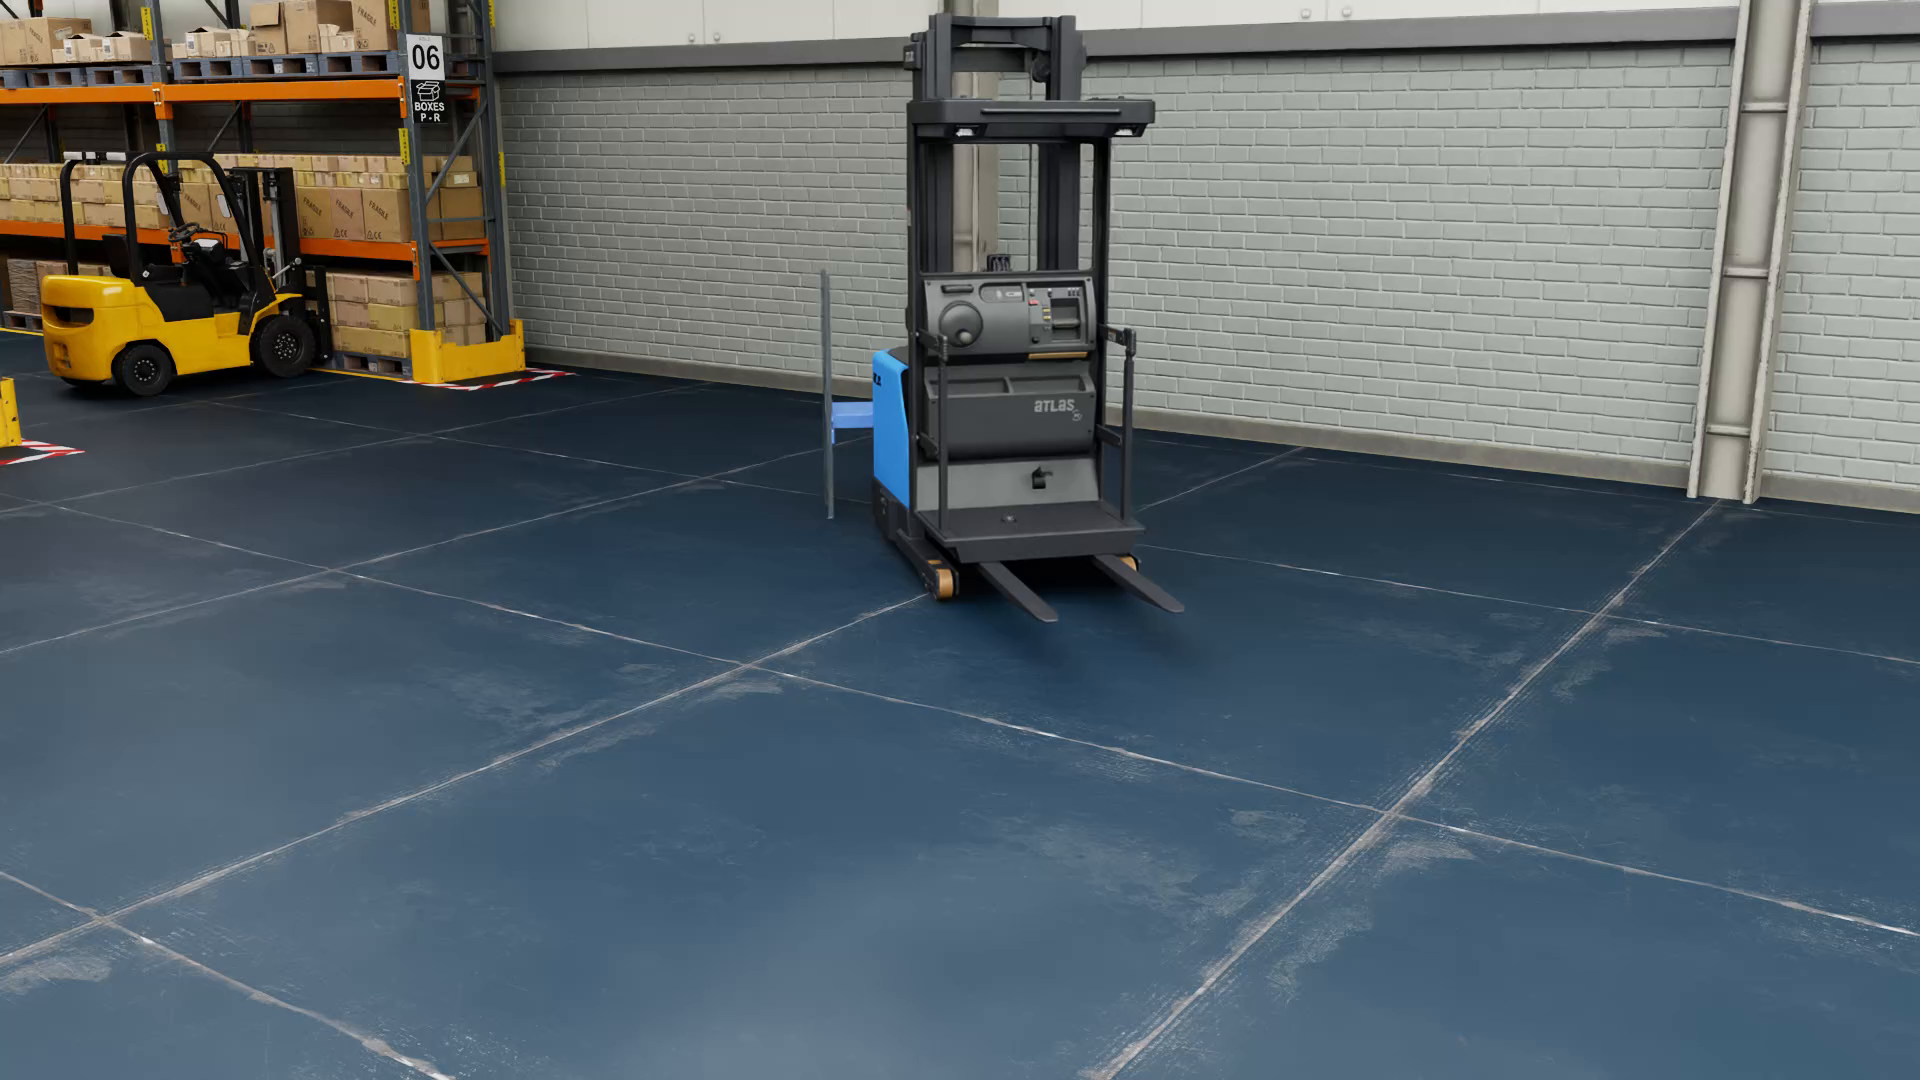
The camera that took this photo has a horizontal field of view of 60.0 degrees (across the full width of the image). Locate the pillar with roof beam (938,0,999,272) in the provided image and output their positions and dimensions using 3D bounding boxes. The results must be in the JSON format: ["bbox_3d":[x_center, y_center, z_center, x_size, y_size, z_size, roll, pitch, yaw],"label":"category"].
[{"bbox_3d":[-2.336,-4.604,9.693,0.400,9.000,9.100,9,17,33],"label":"pillar with roof beam"}]

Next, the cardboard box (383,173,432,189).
[{"bbox_3d":[-5.281,-3.436,15.901,0.250,0.149,0.380,9,17,34],"label":"cardboard box"}]

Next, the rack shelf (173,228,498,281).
[{"bbox_3d":[-6.497,-3.001,17.199,4.000,0.370,1.077,9,17,33],"label":"rack shelf"}]

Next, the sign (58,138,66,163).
[{"bbox_3d":[-11.169,-4.828,20.673,0.005,0.325,0.100,9,17,33],"label":"sign"}]

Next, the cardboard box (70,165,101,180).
[{"bbox_3d":[-9.904,-4.168,18.862,0.250,0.149,0.380,9,16,31],"label":"cardboard box"}]

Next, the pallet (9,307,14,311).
[{"bbox_3d":[-12.074,-2.908,21.133,1.213,0.211,1.003,9,17,33],"label":"pallet"}]

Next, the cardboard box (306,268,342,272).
[{"bbox_3d":[-6.661,-2.638,17.005,0.500,0.250,0.500,9,16,32],"label":"cardboard box"}]

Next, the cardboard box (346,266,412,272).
[{"bbox_3d":[-5.956,-2.674,17.149,0.500,0.250,0.500,9,17,32],"label":"cardboard box"}]

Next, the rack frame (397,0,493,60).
[{"bbox_3d":[-4.837,-5.994,15.308,0.127,3.000,1.000,9,17,33],"label":"rack frame"}]

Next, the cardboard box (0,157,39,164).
[{"bbox_3d":[-11.815,-4.507,20.705,0.500,0.500,0.500,10,17,35],"label":"cardboard box"}]

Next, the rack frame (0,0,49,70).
[{"bbox_3d":[-11.476,-7.066,19.642,0.127,3.000,1.000,9,17,33],"label":"rack frame"}]

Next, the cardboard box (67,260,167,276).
[{"bbox_3d":[-9.860,-2.943,19.537,0.625,0.625,0.875,8,16,31],"label":"cardboard box"}]

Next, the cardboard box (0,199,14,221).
[{"bbox_3d":[-11.244,-3.973,19.944,0.500,0.250,0.500,9,17,33],"label":"cardboard box"}]

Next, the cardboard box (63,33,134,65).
[{"bbox_3d":[-9.530,-5.435,18.395,0.500,0.311,0.500,9,16,31],"label":"cardboard box"}]

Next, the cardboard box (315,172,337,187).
[{"bbox_3d":[-6.139,-3.573,16.456,0.250,0.149,0.380,9,16,31],"label":"cardboard box"}]

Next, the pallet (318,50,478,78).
[{"bbox_3d":[-5.410,-4.595,16.083,1.213,0.211,1.003,9,17,33],"label":"pallet"}]

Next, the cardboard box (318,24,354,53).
[{"bbox_3d":[-5.905,-4.809,15.964,0.258,0.266,0.396,9,17,33],"label":"cardboard box"}]

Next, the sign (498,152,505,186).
[{"bbox_3d":[-4.523,-3.650,16.359,0.005,0.325,0.100,9,17,33],"label":"sign"}]

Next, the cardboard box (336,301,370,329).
[{"bbox_3d":[-5.826,-2.266,16.541,0.500,0.250,0.500,9,17,32],"label":"cardboard box"}]

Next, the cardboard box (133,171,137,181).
[{"bbox_3d":[-8.962,-4.057,18.412,0.250,0.149,0.380,9,17,33],"label":"cardboard box"}]

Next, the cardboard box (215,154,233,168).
[{"bbox_3d":[-7.574,-3.974,17.459,0.250,0.149,0.380,9,16,32],"label":"cardboard box"}]

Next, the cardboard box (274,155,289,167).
[{"bbox_3d":[-6.728,-3.837,16.904,0.250,0.149,0.380,9,17,33],"label":"cardboard box"}]

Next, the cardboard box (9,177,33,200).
[{"bbox_3d":[-10.829,-4.149,19.612,0.500,0.250,0.500,10,17,35],"label":"cardboard box"}]

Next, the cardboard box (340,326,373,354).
[{"bbox_3d":[-5.811,-2.019,16.586,0.500,0.250,0.500,9,17,33],"label":"cardboard box"}]

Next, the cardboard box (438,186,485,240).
[{"bbox_3d":[-5.094,-3.252,16.509,0.500,0.500,0.500,10,17,35],"label":"cardboard box"}]

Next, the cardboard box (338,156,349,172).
[{"bbox_3d":[-5.872,-3.700,16.351,0.250,0.149,0.380,9,17,33],"label":"cardboard box"}]

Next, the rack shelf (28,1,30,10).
[{"bbox_3d":[-13.135,-6.791,20.860,4.000,0.370,1.077,9,17,33],"label":"rack shelf"}]

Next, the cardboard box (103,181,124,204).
[{"bbox_3d":[-9.138,-3.870,18.487,0.500,0.250,0.500,9,16,31],"label":"cardboard box"}]

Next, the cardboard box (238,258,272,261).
[{"bbox_3d":[-7.640,-2.945,18.245,0.500,0.250,0.500,10,17,34],"label":"cardboard box"}]

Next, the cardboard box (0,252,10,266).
[{"bbox_3d":[-12.027,-3.475,20.598,0.250,0.149,0.380,8,16,30],"label":"cardboard box"}]

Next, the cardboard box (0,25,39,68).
[{"bbox_3d":[-11.011,-5.766,19.339,0.500,0.500,0.500,9,17,33],"label":"cardboard box"}]

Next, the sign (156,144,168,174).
[{"bbox_3d":[-8.451,-4.032,17.624,0.005,0.325,0.100,9,17,33],"label":"sign"}]

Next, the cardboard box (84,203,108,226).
[{"bbox_3d":[-9.536,-3.700,18.838,0.500,0.250,0.500,9,17,33],"label":"cardboard box"}]

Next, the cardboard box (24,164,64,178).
[{"bbox_3d":[-10.702,-4.319,19.470,0.250,0.149,0.380,9,17,33],"label":"cardboard box"}]

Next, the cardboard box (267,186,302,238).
[{"bbox_3d":[-6.666,-3.349,16.901,0.500,0.500,0.500,9,17,33],"label":"cardboard box"}]

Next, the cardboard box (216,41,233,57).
[{"bbox_3d":[-7.316,-4.981,16.899,0.250,0.149,0.380,10,17,34],"label":"cardboard box"}]

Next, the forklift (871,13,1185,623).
[{"bbox_3d":[0.325,-1.214,8.629,1.130,2.935,3.031,-4,14,-14],"label":"forklift"}]

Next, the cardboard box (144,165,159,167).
[{"bbox_3d":[-9.144,-4.220,19.070,0.250,0.149,0.380,9,17,33],"label":"cardboard box"}]

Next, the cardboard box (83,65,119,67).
[{"bbox_3d":[-9.991,-5.572,19.252,0.250,0.166,0.380,9,17,33],"label":"cardboard box"}]

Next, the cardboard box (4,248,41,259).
[{"bbox_3d":[-11.940,-3.633,21.234,0.250,0.149,0.380,10,17,35],"label":"cardboard box"}]

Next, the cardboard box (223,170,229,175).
[{"bbox_3d":[-7.428,-3.774,17.270,0.250,0.149,0.380,10,17,34],"label":"cardboard box"}]

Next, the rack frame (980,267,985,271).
[{"bbox_3d":[0.174,-0.953,10.552,0.032,1.500,0.500,-2,14,-7],"label":"rack frame"}]

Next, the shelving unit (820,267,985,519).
[{"bbox_3d":[-0.330,-0.937,10.486,1.048,1.500,0.538,-2,14,-7],"label":"shelving unit"}]
